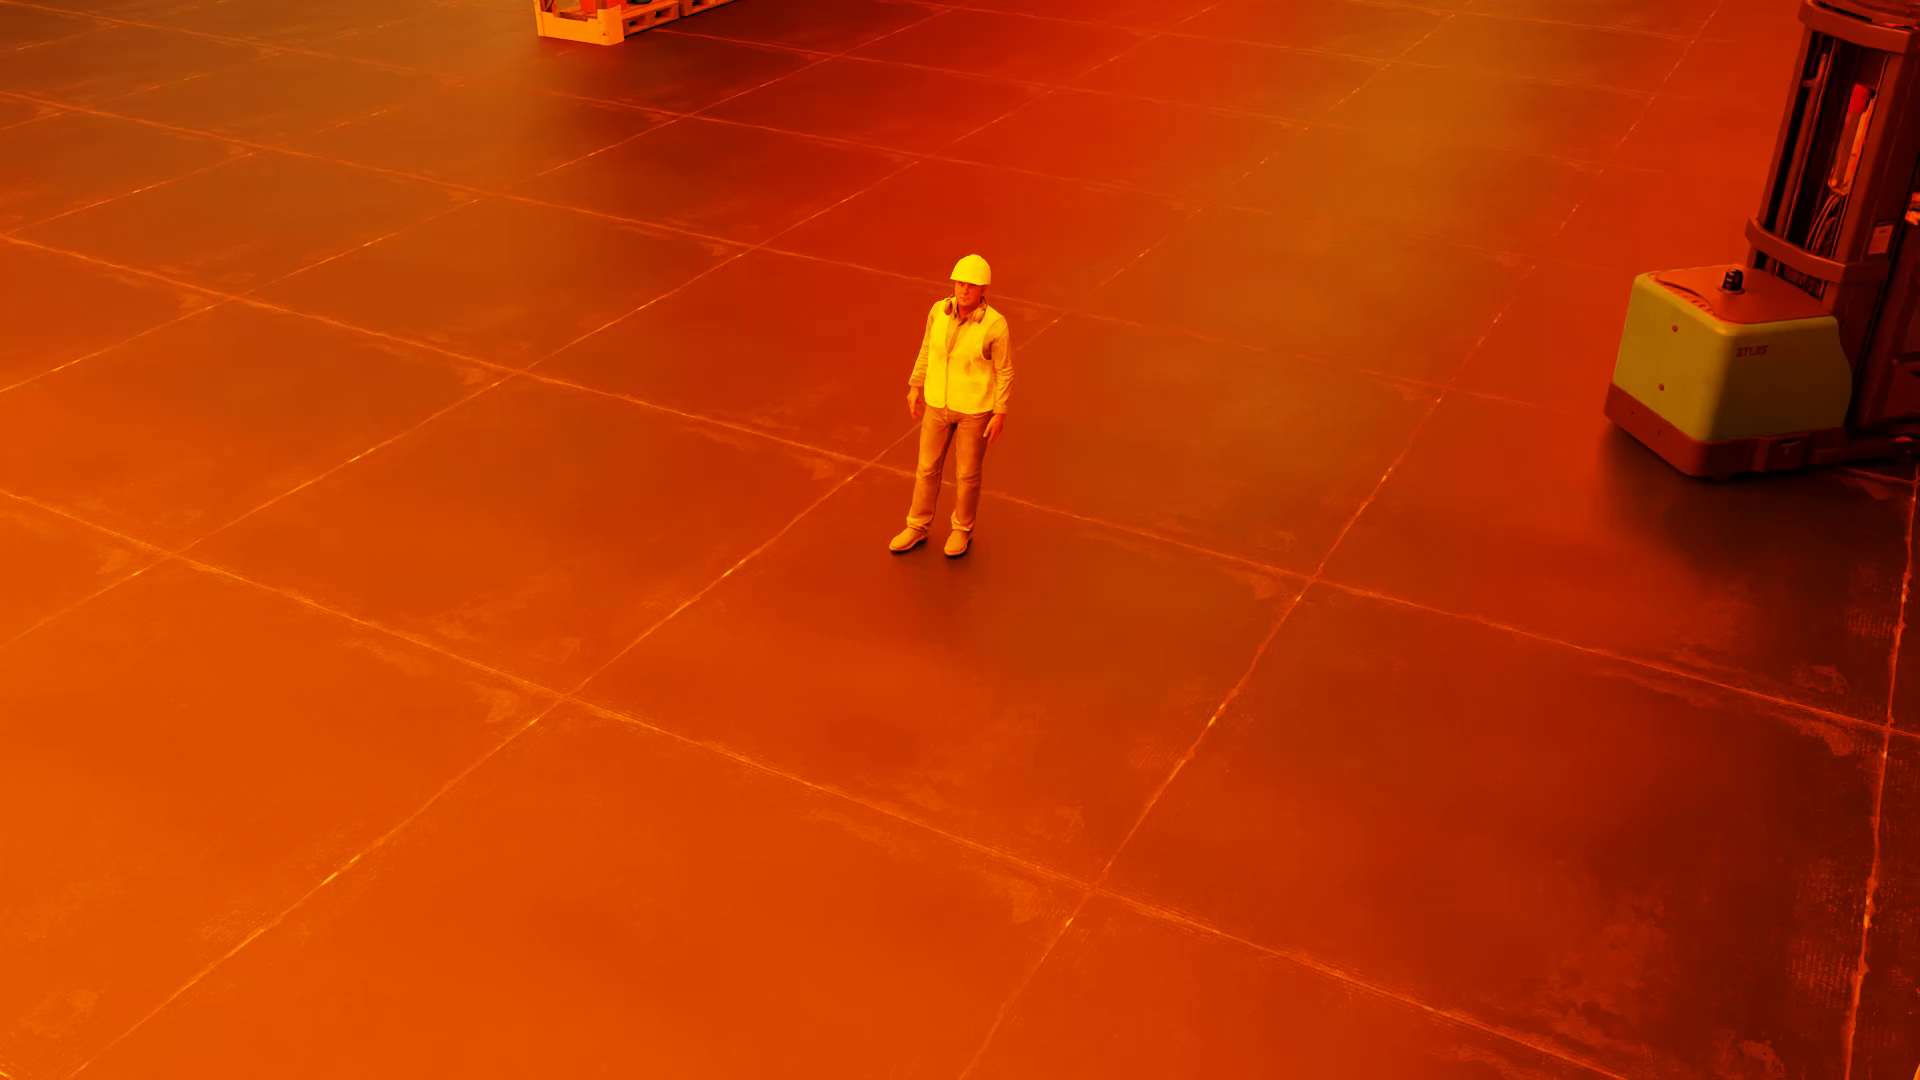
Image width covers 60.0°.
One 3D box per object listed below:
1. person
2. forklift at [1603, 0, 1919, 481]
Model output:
[{"bbox_3d":[-0.037,-0.749,9.511,0.634,1.775,0.566,15,33,25],"label":"person"},{"bbox_3d":[5.968,-2.030,10.589,3.031,2.935,1.130,-7,31,-12],"label":"forklift"}]
